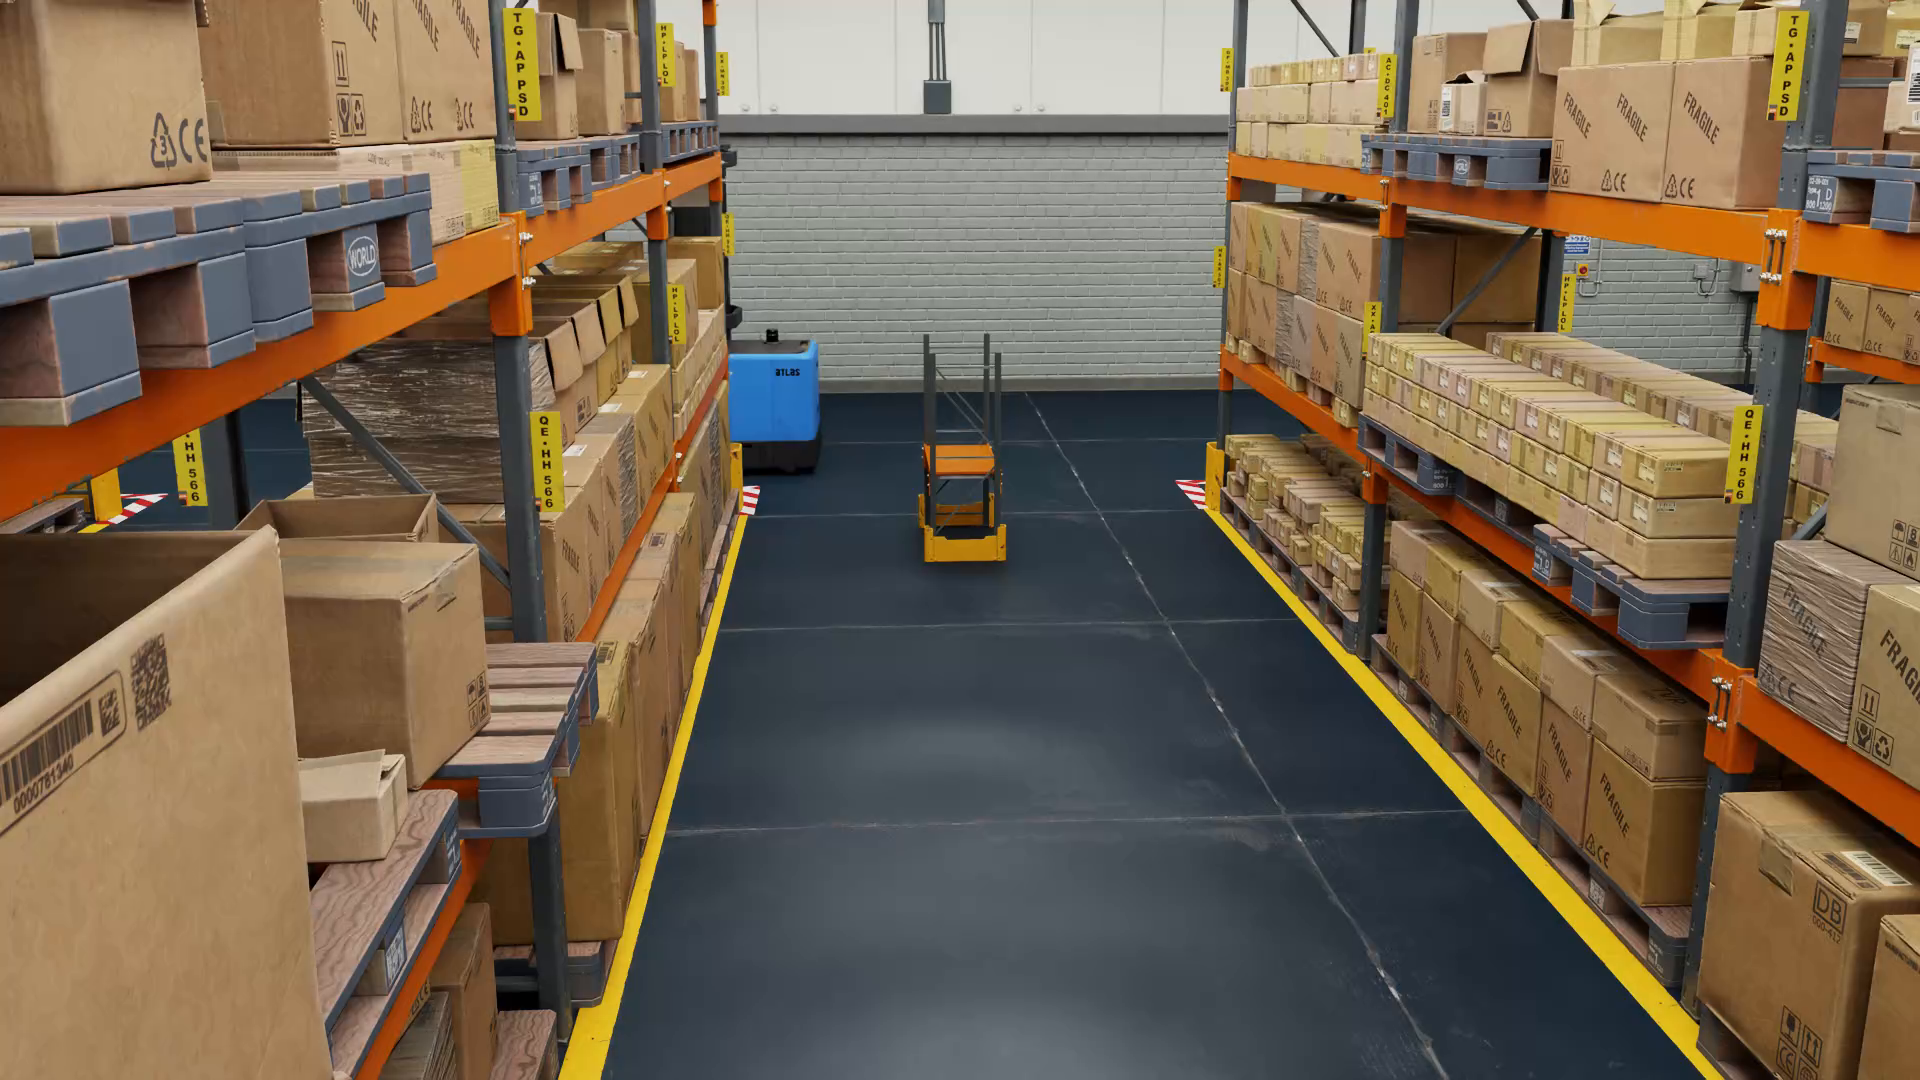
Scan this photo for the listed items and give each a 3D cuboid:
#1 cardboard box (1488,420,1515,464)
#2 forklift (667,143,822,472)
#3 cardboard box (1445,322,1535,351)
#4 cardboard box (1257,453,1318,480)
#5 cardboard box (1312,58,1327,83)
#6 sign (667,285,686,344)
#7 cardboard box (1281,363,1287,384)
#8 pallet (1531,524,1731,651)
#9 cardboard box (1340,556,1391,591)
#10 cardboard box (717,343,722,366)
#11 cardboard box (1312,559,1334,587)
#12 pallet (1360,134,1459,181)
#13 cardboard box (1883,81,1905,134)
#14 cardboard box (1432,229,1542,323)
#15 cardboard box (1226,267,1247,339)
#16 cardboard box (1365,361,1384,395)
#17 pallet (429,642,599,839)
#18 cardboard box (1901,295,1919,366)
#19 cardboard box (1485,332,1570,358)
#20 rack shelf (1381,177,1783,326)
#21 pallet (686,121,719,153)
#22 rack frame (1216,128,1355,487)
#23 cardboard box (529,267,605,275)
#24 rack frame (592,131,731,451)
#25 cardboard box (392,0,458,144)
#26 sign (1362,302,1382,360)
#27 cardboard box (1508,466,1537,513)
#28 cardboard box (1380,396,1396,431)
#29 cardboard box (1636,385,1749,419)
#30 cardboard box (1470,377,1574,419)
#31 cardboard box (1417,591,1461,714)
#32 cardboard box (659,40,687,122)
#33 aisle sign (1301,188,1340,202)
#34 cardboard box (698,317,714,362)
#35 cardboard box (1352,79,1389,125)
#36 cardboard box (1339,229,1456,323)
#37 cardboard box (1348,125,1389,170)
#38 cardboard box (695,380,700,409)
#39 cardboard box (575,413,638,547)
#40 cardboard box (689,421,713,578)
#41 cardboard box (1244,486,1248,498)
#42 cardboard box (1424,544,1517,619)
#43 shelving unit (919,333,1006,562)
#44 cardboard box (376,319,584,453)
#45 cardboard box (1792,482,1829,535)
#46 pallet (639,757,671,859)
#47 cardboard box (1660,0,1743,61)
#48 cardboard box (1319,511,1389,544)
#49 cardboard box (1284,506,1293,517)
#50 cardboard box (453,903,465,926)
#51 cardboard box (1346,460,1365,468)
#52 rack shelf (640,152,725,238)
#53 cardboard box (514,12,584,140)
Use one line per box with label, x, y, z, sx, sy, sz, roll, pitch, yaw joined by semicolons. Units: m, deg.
cardboard box;2.531;-0.428;7.235;0.380;0.149;0.250;-1;14;-2
forklift;-2.805;-2.113;14.856;3.031;2.935;1.130;0;14;-2
cardboard box;3.071;-1.080;9.907;0.500;0.500;0.500;-1;14;-4
cardboard box;2.419;-0.539;12.286;0.380;0.149;0.250;-2;15;-6
cardboard box;2.452;-2.971;10.530;0.380;0.149;0.250;-1;14;-4
sign;-1.566;-1.242;9.170;0.100;0.325;0.005;-1;14;-3
cardboard box;2.443;-1.161;11.523;0.380;0.149;0.250;0;14;-1
pallet;2.947;0.152;6.303;1.213;0.211;1.003;-1;14;-3
cardboard box;2.513;0.199;10.014;0.380;0.149;0.250;-1;14;-2
cardboard box;-1.971;-1.371;12.341;0.380;0.149;0.250;-1;14;-3
cardboard box;2.472;0.194;10.632;0.380;0.149;0.250;-1;14;-5
pallet;2.782;-1.967;8.509;1.213;0.211;1.003;-1;14;-3
cardboard box;2.959;-1.263;4.857;0.380;0.149;0.250;-1;15;-6
cardboard box;3.065;-1.553;9.739;0.500;0.500;0.500;-1;14;-2
cardboard box;2.354;-1.832;12.829;0.500;0.500;0.500;0;14;-1
cardboard box;2.415;-0.881;8.996;0.380;0.149;0.250;-1;14;-3
pallet;-1.708;0.554;4.738;1.213;0.211;1.003;-1;14;-3
cardboard box;7.352;-1.529;12.250;0.500;0.500;0.500;-1;14;-4
cardboard box;3.070;-1.034;8.991;0.380;0.149;0.250;0;14;-1
rack shelf;2.974;-1.367;7.245;1.077;0.370;4.000;-1;14;-3
pallet;-2.298;-2.929;12.050;1.003;0.211;1.213;-1;14;-3
rack frame;2.602;-1.755;13.329;1.000;3.000;0.127;-1;14;-3
cardboard box;-2.429;-1.379;10.064;0.500;0.500;0.500;-1;14;-3
rack frame;-2.354;-1.704;13.129;1.000;3.000;0.127;-1;14;-3
cardboard box;-1.537;-1.215;4.007;0.500;0.500;0.500;-1;14;-4
sign;2.309;-1.170;9.315;0.100;0.325;0.005;-1;14;-3
cardboard box;2.549;-0.218;7.014;0.380;0.149;0.250;-2;15;-6
cardboard box;2.438;-0.668;8.766;0.380;0.149;0.250;-1;14;-3
cardboard box;3.180;-0.580;7.230;0.380;0.149;0.250;0;14;-2
cardboard box;2.517;-0.637;7.449;0.380;0.149;0.250;0;14;-2
cardboard box;2.666;0.566;8.480;0.500;0.500;0.500;0;14;-1
cardboard box;-2.135;-2.922;10.598;0.700;0.500;0.500;0;14;-1
aisle sign;2.897;-3.037;13.094;0.394;0.787;0.004;-1;14;-3
cardboard box;-1.997;-1.406;11.676;0.500;0.250;0.500;-1;14;-5
cardboard box;2.568;-2.494;9.476;0.500;0.250;0.500;-2;15;-6
cardboard box;2.551;-1.550;9.727;0.500;0.500;0.500;-1;14;-5
cardboard box;2.550;-2.259;9.566;0.500;0.250;0.500;-1;14;-2
cardboard box;-1.860;-0.926;10.610;0.380;0.149;0.250;-1;14;-4
cardboard box;-1.716;-0.268;7.347;0.500;0.500;0.500;-1;14;-3
cardboard box;-2.123;-0.273;10.988;0.875;0.875;0.875;-1;14;-3
cardboard box;2.413;-0.379;12.858;0.380;0.149;0.250;-1;14;-4
cardboard box;2.668;0.204;8.384;0.500;0.250;0.500;0;14;-2
shelving unit;0.005;-0.707;12.266;0.587;1.500;1.083;-1;14;-3
cardboard box;-1.926;-0.593;6.597;0.797;0.503;0.637;-1;14;-2
cardboard box;3.268;-0.115;6.017;0.380;0.149;0.250;0;14;-1
pallet;-1.905;1.136;7.687;1.003;0.211;1.213;-1;14;-3
cardboard box;2.767;-1.862;5.985;0.396;0.266;0.258;-1;14;-3
cardboard box;2.490;-0.081;10.504;0.380;0.149;0.250;-1;14;-4
cardboard box;2.520;-0.263;11.809;0.380;0.149;0.250;0;14;-1
cardboard box;-1.787;1.086;4.914;0.500;0.250;0.500;0;14;-1
cardboard box;3.014;-0.481;12.062;0.380;0.149;0.250;0;14;-1
rack shelf;-2.230;-2.311;10.912;1.077;0.370;4.000;-1;14;-3
cardboard box;-2.007;-1.928;6.931;0.797;0.503;0.637;-1;14;-4
